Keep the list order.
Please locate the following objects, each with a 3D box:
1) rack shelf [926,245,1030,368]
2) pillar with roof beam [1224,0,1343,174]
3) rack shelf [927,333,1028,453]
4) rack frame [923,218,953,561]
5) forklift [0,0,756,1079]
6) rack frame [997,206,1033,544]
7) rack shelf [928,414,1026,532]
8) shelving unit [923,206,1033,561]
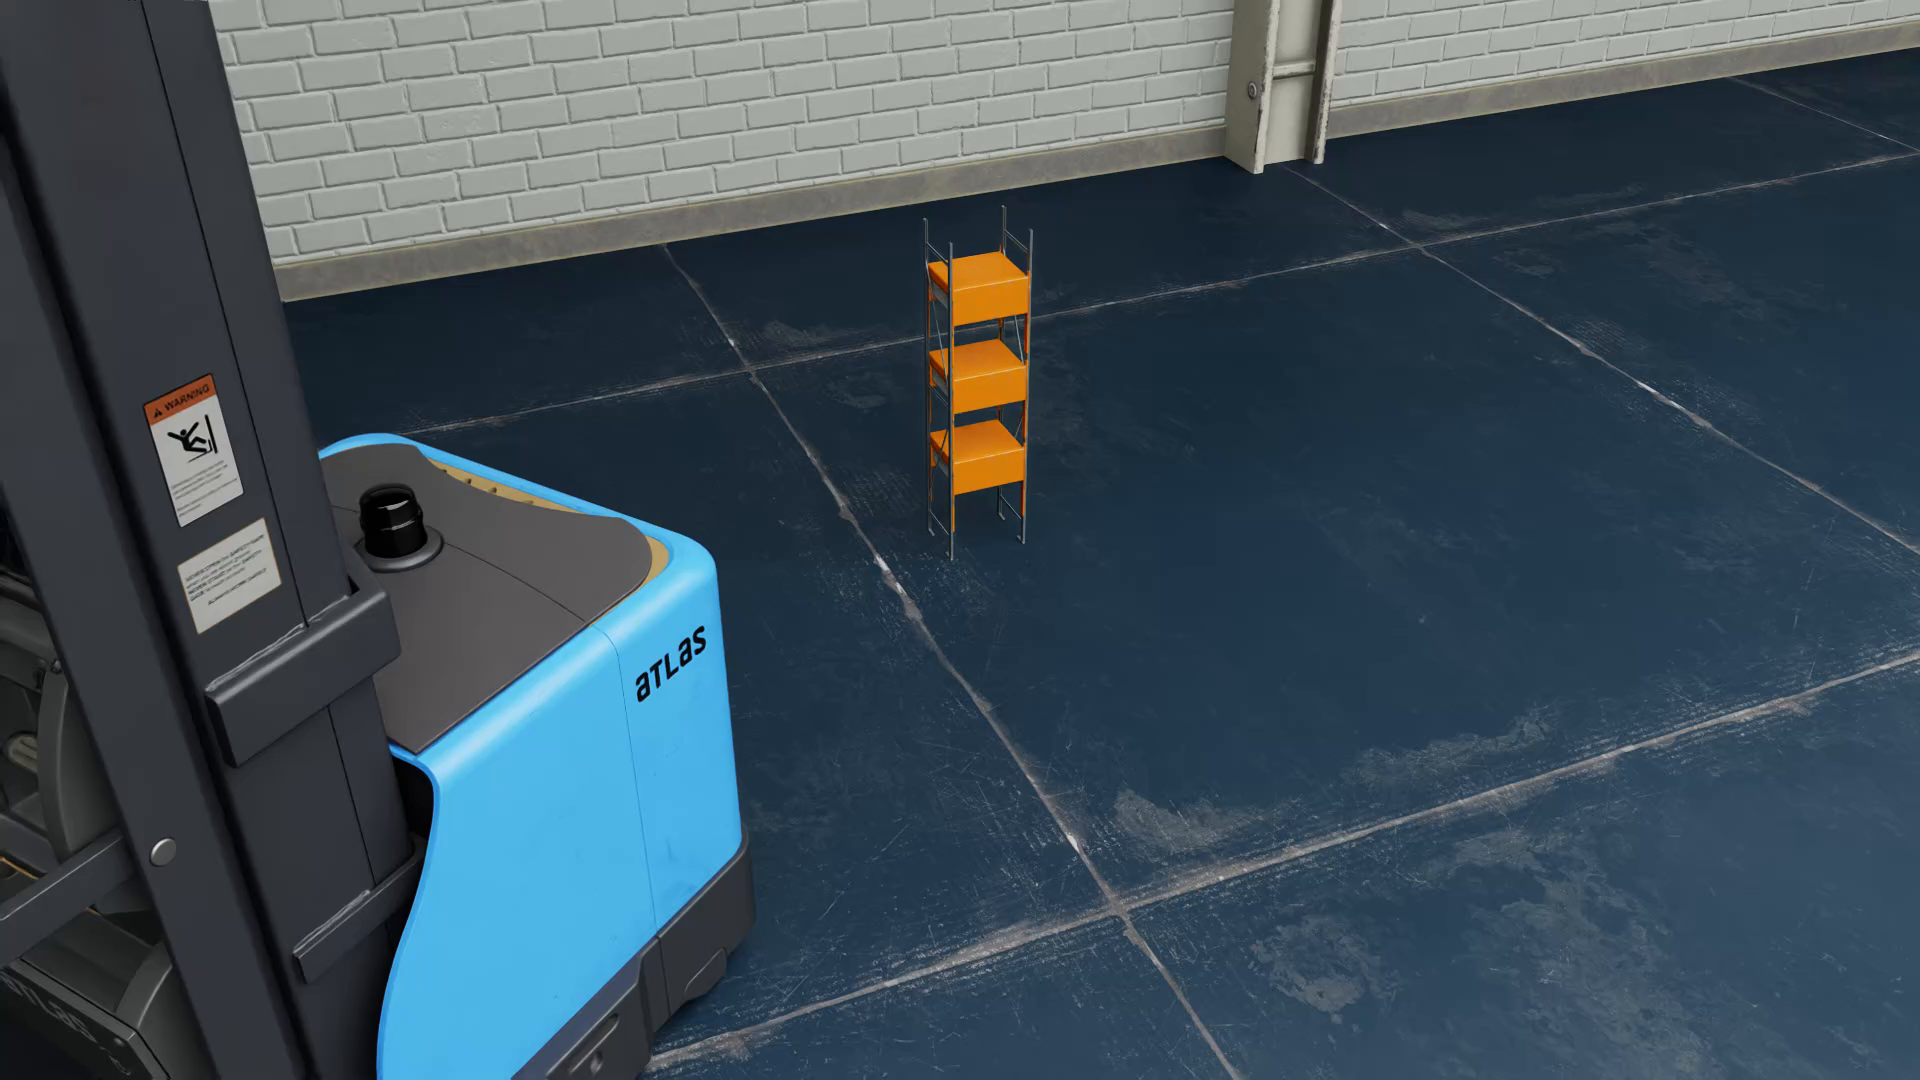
[{"bbox_3d":[0.049,-0.680,4.832,0.240,0.259,0.215,-13,35,-19],"label":"rack shelf"},{"bbox_3d":[3.190,-3.473,2.337,0.400,9.000,9.100,-13,35,-19],"label":"pillar with roof beam"},{"bbox_3d":[0.049,-0.442,4.987,0.240,0.259,0.215,-13,35,-19],"label":"rack shelf"},{"bbox_3d":[-0.063,-0.426,4.941,0.008,1.050,0.200,-13,35,-19],"label":"rack frame"},{"bbox_3d":[-1.649,0.239,2.195,1.130,2.935,3.031,18,37,25],"label":"forklift"},{"bbox_3d":[0.162,-0.477,5.021,0.008,1.050,0.200,-13,35,-19],"label":"rack frame"},{"bbox_3d":[0.049,-0.210,5.138,0.240,0.259,0.215,-13,35,-19],"label":"rack shelf"},{"bbox_3d":[0.049,-0.451,4.981,0.252,1.050,0.215,-13,35,-19],"label":"shelving unit"}]
